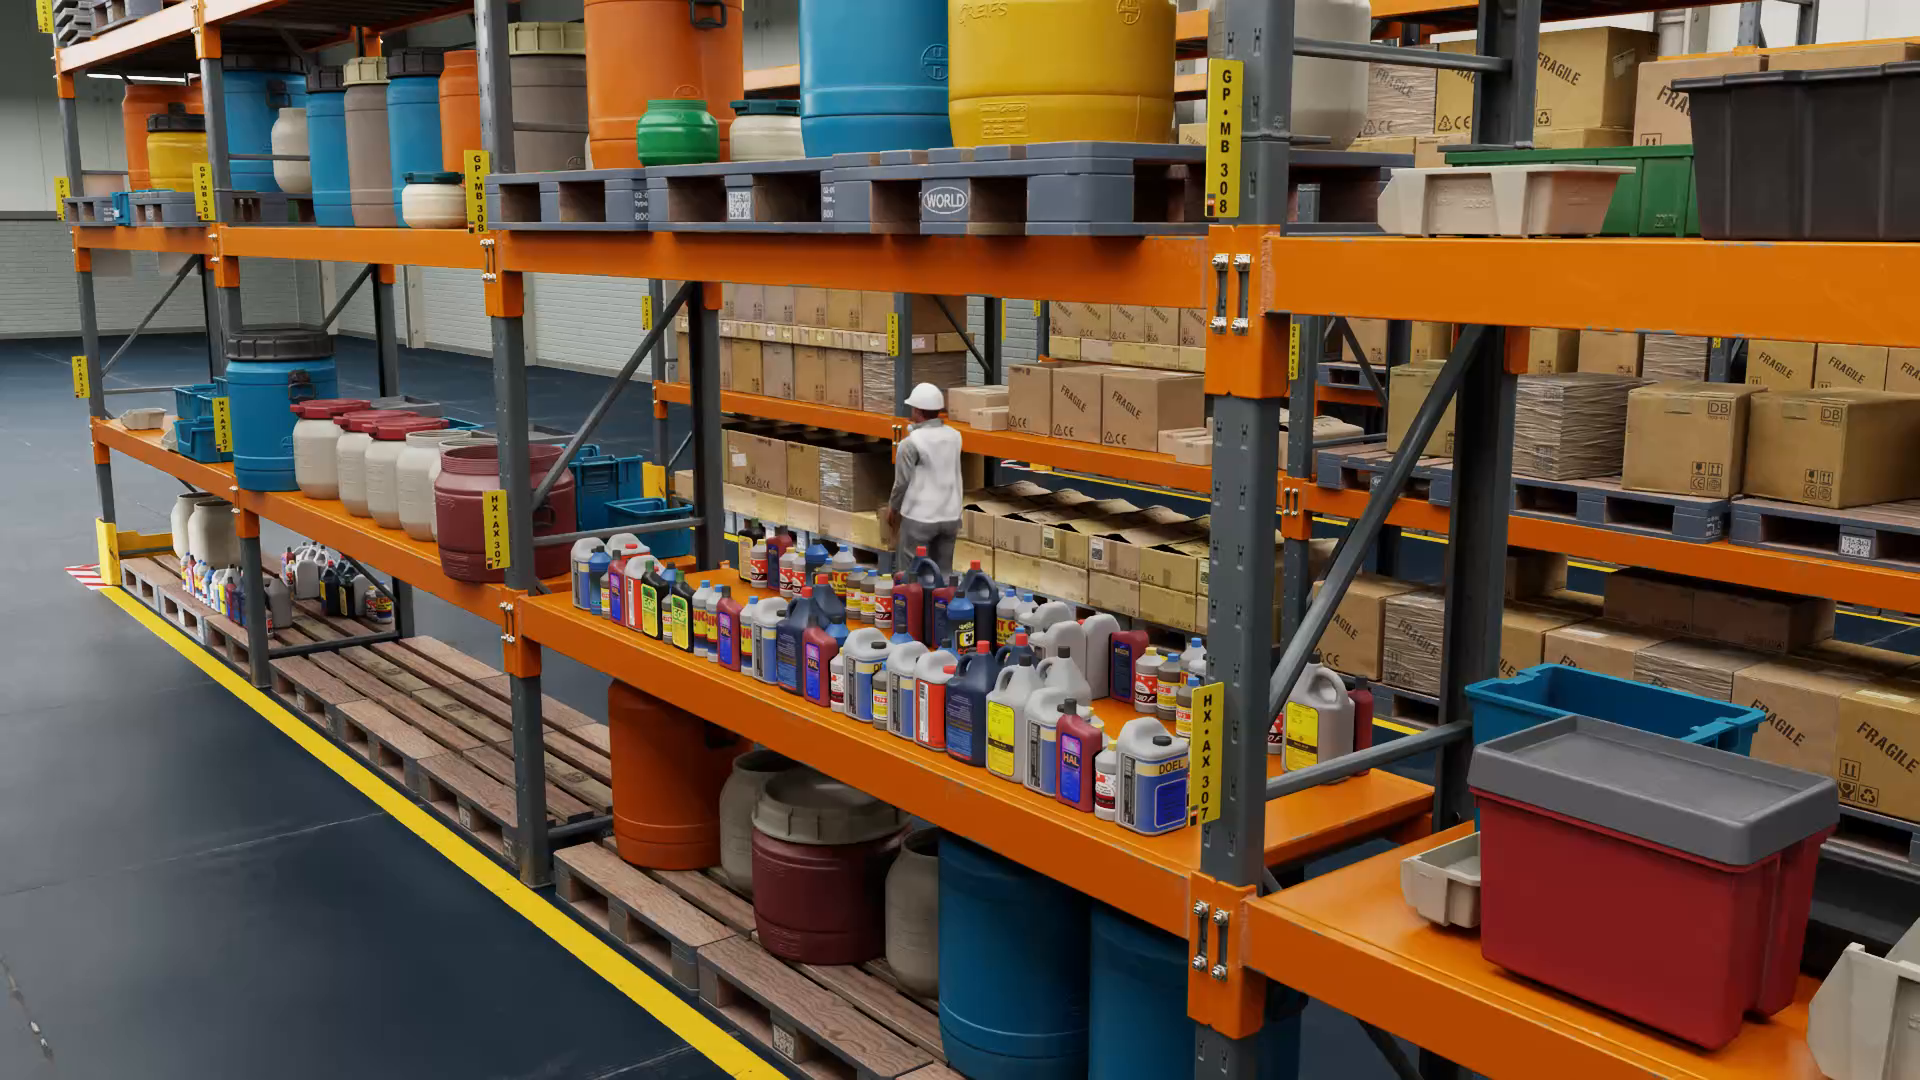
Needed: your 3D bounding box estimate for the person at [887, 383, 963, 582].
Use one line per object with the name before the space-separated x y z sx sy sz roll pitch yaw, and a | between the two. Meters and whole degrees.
person | -0.229 -0.170 11.230 0.546 1.779 0.470 -9 14 -39
